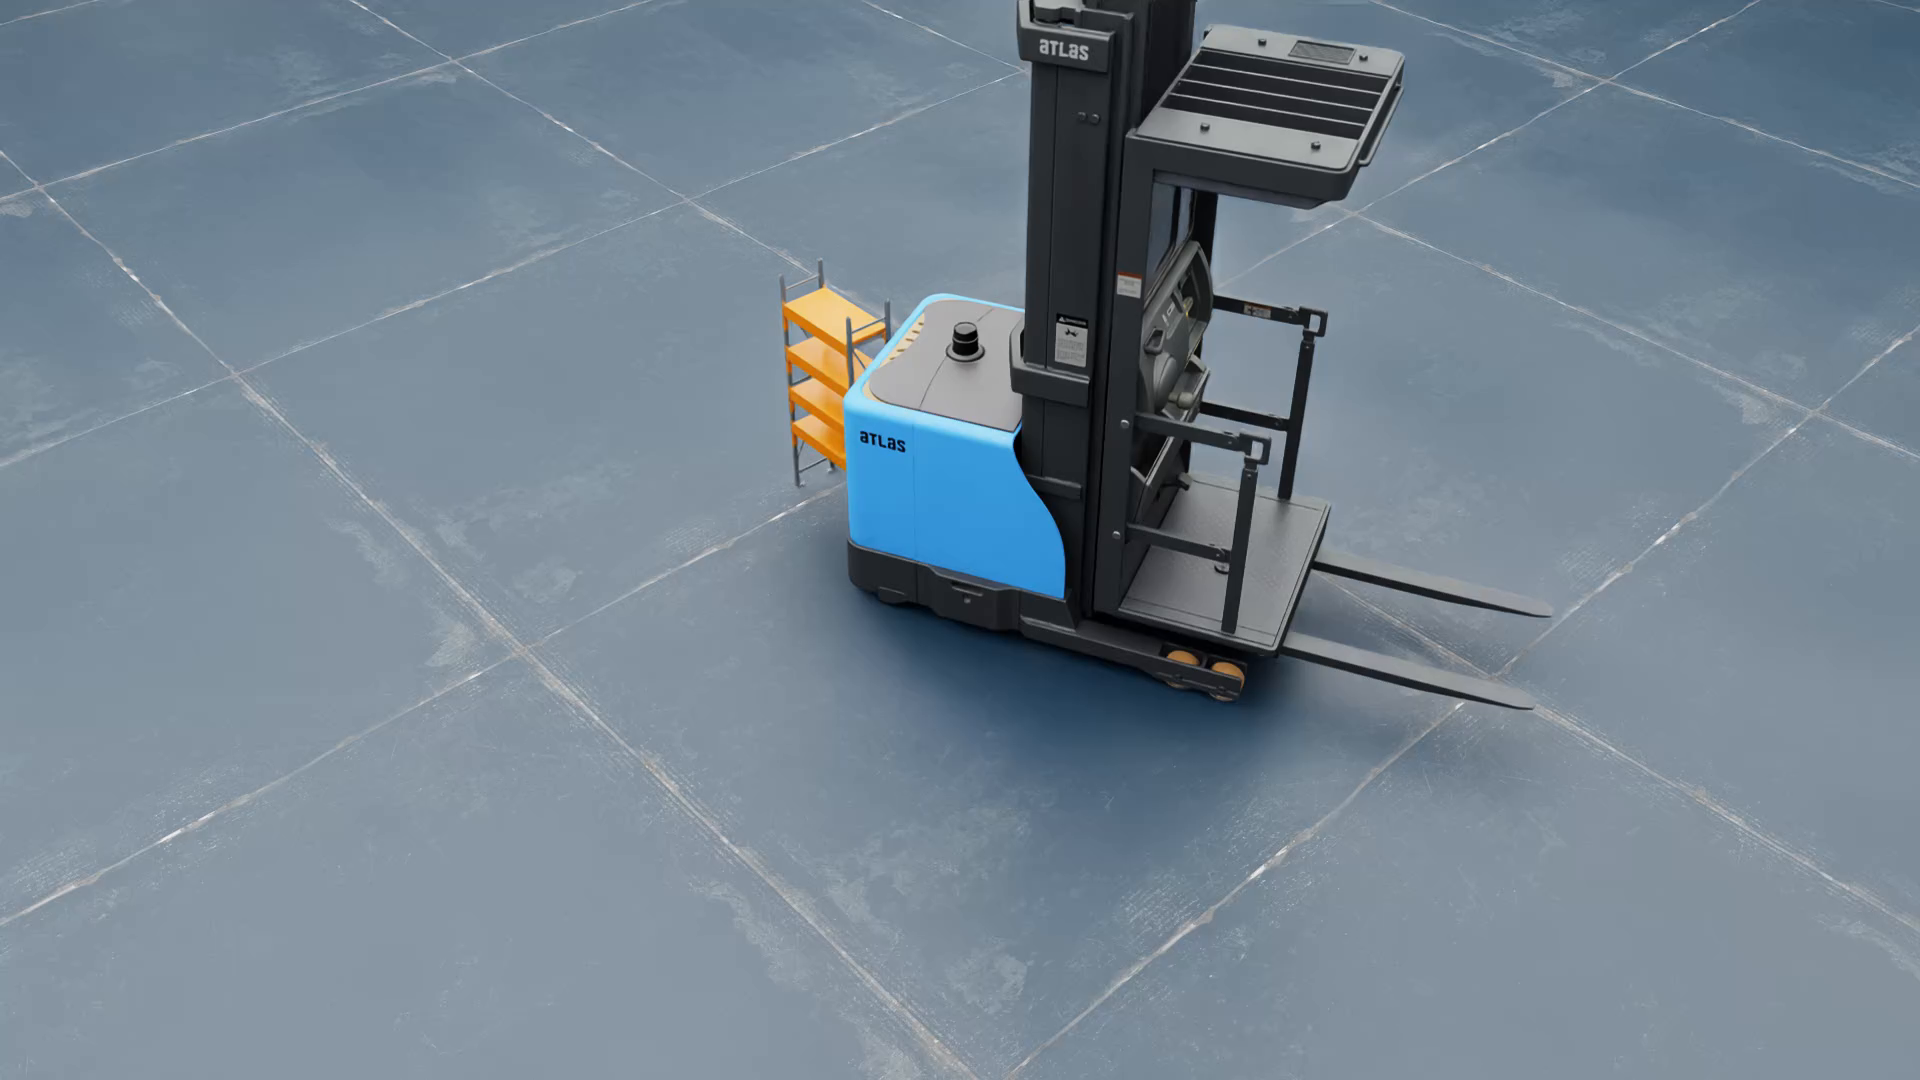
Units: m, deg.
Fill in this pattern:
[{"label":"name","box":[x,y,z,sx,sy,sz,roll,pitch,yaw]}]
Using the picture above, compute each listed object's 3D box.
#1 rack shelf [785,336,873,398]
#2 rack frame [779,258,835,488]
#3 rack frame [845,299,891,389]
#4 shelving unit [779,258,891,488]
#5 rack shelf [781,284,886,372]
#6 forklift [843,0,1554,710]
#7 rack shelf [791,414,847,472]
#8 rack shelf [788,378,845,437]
[{"label":"rack shelf","box":[-0.565,-0.786,7.727,0.258,0.148,0.480,-29,47,-31]},{"label":"rack frame","box":[-0.726,-0.779,7.968,0.240,1.200,0.015,-29,47,-31]},{"label":"rack frame","box":[-0.405,-0.548,7.682,0.240,1.200,0.015,-29,47,-31]},{"label":"shelving unit","box":[-0.565,-0.664,7.825,0.258,1.200,0.503,-29,47,-31]},{"label":"rack shelf","box":[-0.565,-0.970,7.578,0.258,0.148,0.480,-29,47,-31]},{"label":"forklift","box":[1.057,-0.834,6.657,3.031,2.935,1.130,14,41,17]},{"label":"rack shelf","box":[-0.565,-0.457,7.992,0.258,0.148,0.480,-29,47,-31]},{"label":"rack shelf","box":[-0.565,-0.611,7.867,0.258,0.148,0.480,-29,47,-31]}]
